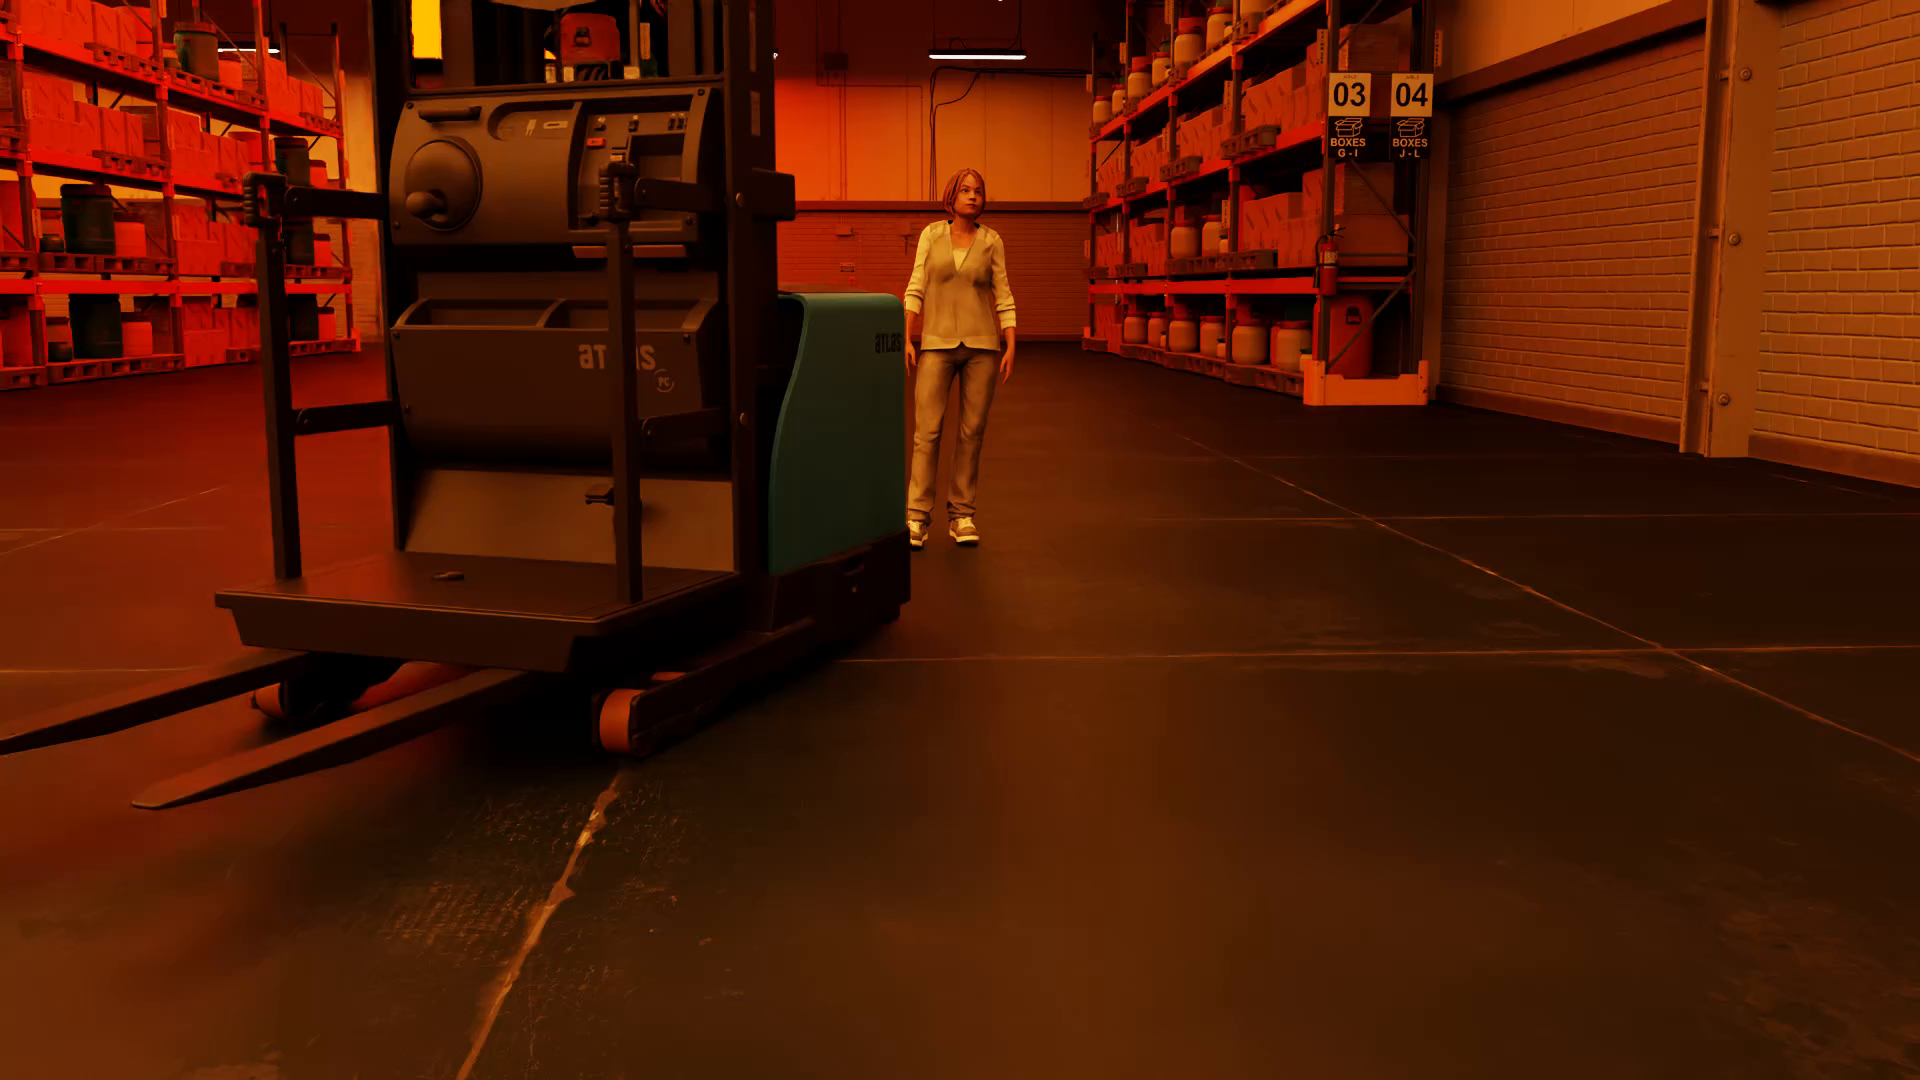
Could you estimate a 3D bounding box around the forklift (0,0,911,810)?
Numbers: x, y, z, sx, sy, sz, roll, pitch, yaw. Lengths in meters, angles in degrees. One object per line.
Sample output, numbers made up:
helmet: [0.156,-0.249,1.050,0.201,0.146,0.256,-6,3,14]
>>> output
forklift: [-1.143,-1.008,4.120,1.130,2.935,3.031,3,9,20]

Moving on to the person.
person: [-0.010,-0.786,7.118,0.520,1.597,0.475,-1,8,-4]
